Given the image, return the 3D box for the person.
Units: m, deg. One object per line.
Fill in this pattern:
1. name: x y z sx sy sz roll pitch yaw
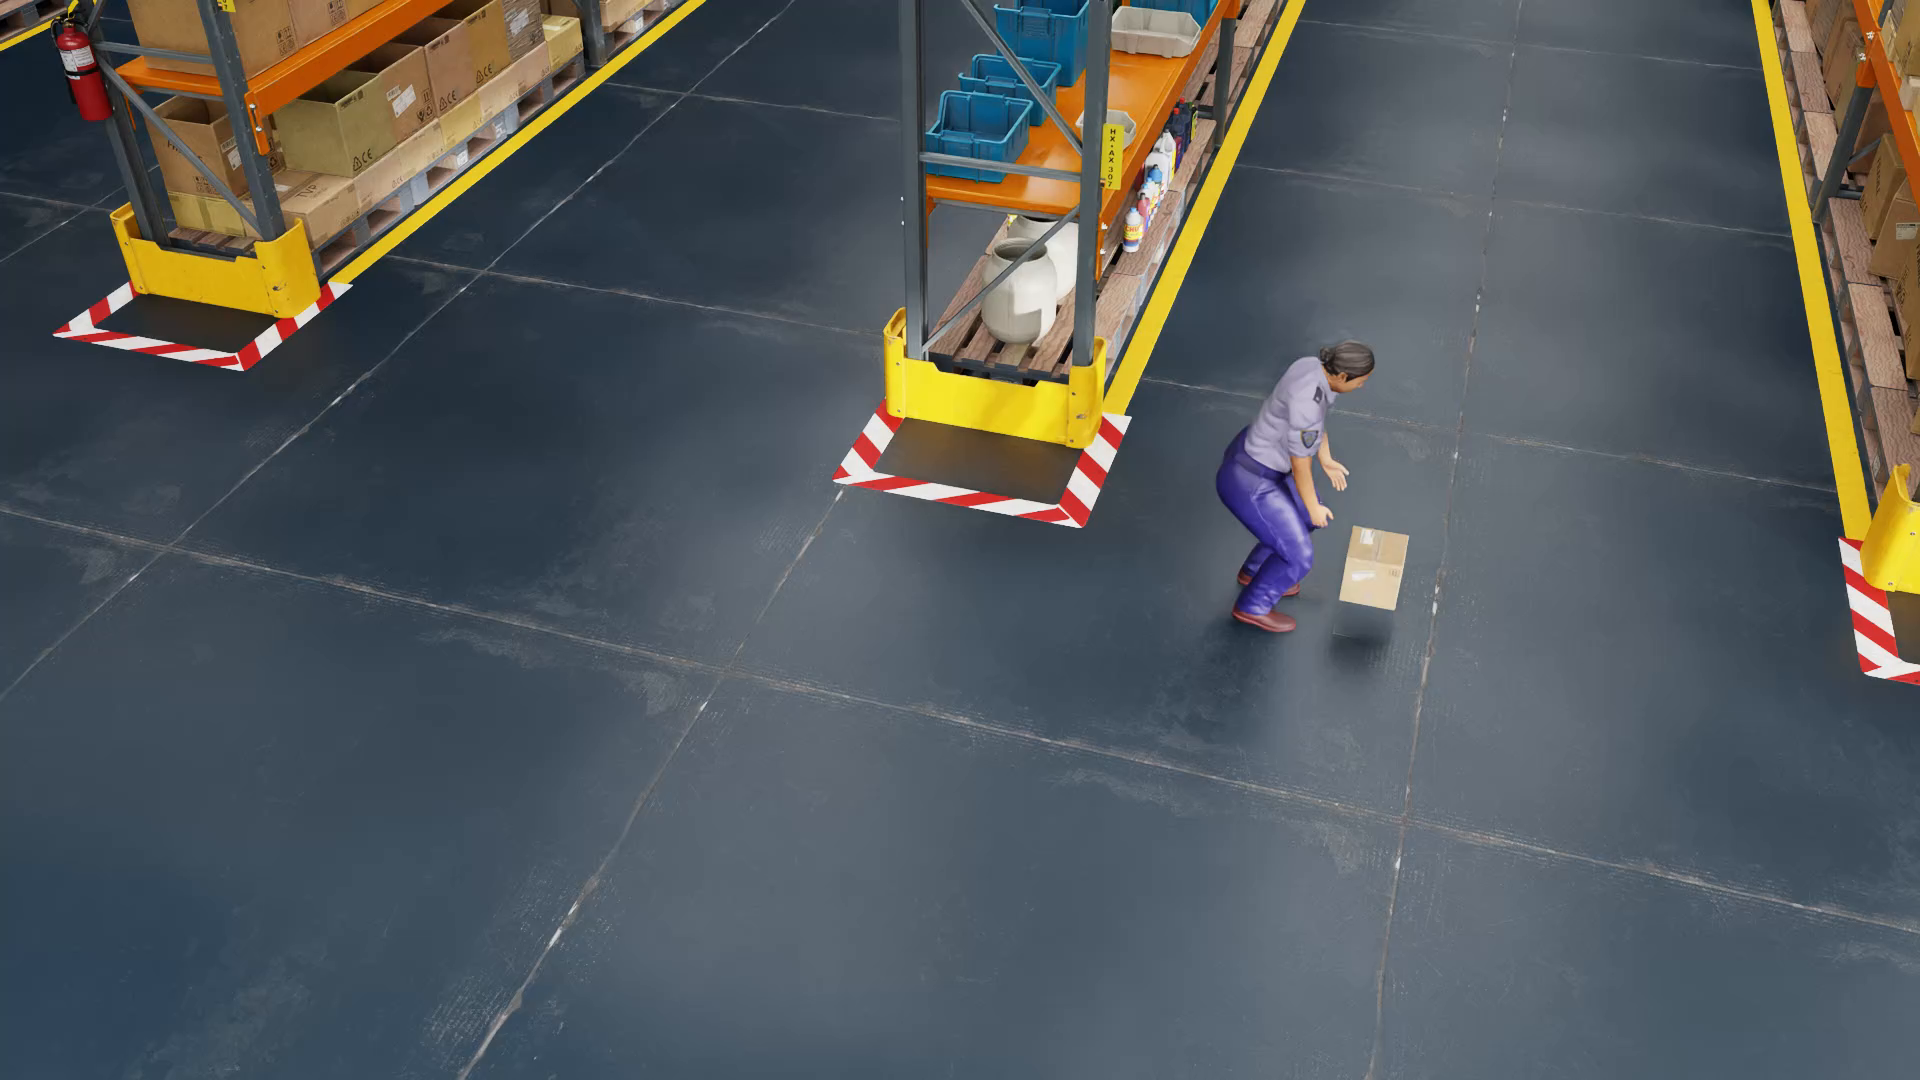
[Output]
1. person: 1.463 -0.288 7.459 0.593 1.446 0.530 11 39 14
